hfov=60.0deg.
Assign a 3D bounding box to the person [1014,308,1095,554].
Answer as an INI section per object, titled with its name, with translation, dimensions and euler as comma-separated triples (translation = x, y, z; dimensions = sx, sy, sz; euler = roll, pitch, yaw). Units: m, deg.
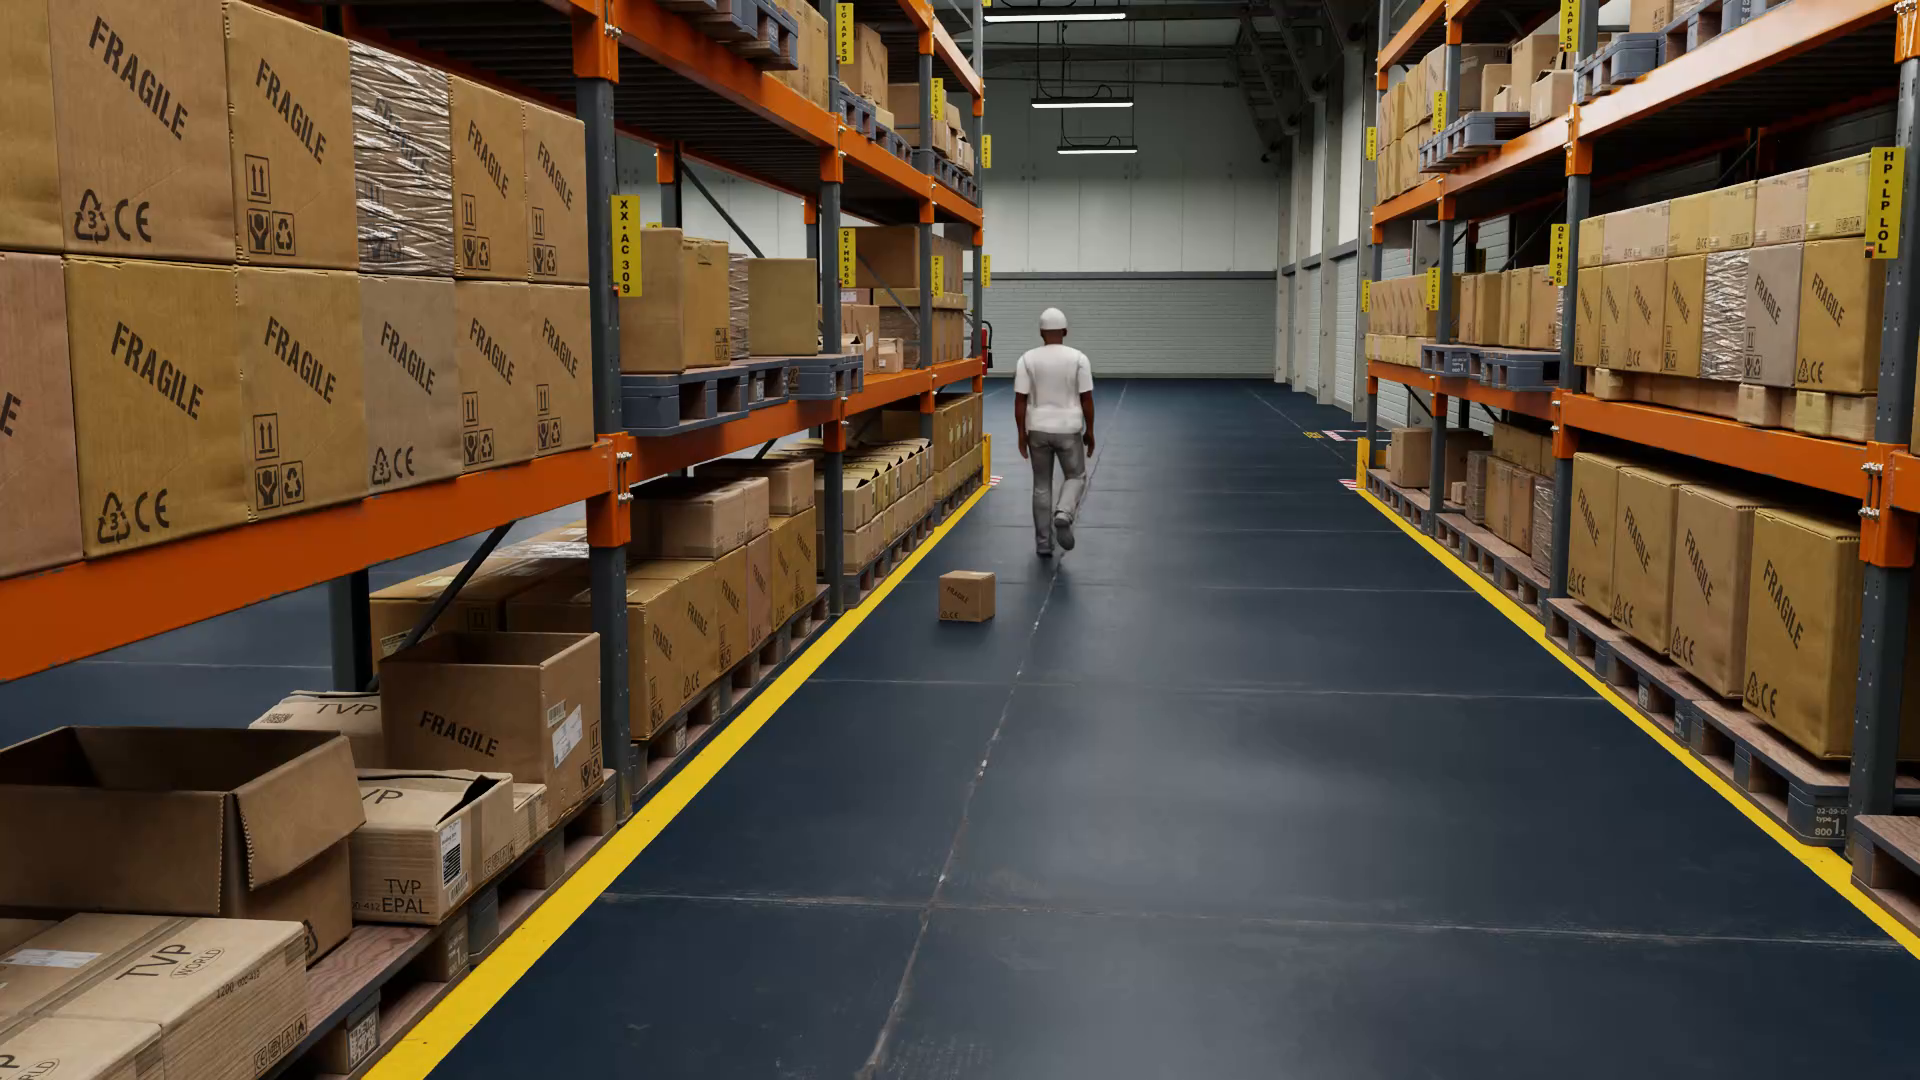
[person]
translation = 0.674, -0.771, 11.871
dimensions = 0.577, 1.759, 0.595
euler = 1, 8, 9
